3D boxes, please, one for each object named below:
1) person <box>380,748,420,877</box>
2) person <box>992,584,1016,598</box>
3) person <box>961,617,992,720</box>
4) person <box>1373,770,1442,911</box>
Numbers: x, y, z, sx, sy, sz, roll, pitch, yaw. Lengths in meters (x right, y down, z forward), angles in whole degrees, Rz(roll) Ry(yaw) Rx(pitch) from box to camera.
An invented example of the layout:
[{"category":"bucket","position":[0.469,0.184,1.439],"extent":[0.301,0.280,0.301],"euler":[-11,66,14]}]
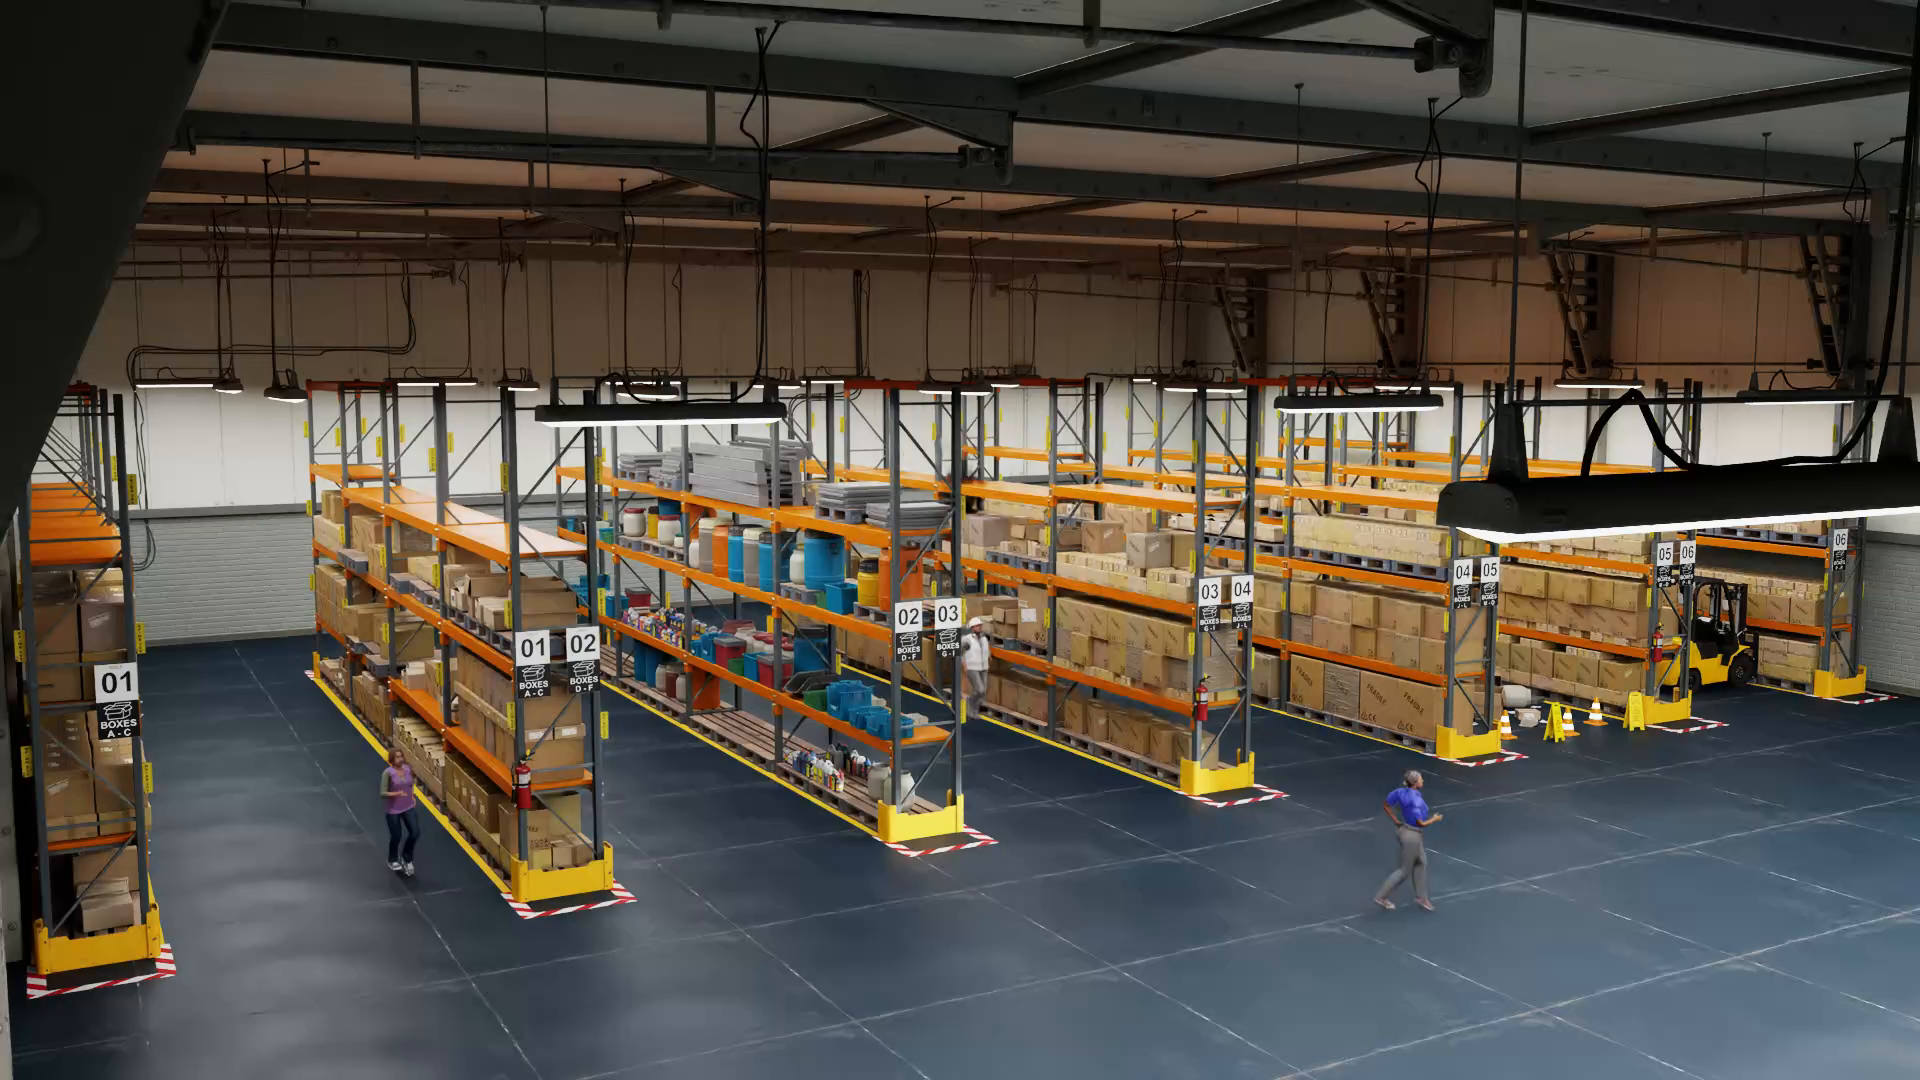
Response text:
[{"category":"person","position":[-6.891,3.362,20.518],"extent":[0.514,1.614,0.635],"euler":[-5,8,-41]},{"category":"person","position":[1.137,0.955,42.757],"extent":[0.766,1.729,0.597],"euler":[-3,7,-26]},{"category":"person","position":[0.308,2.186,28.160],"extent":[0.652,1.744,0.544],"euler":[-4,8,-36]},{"category":"person","position":[5.141,3.482,19.120],"extent":[0.794,1.716,0.564],"euler":[-1,6,-6]}]
